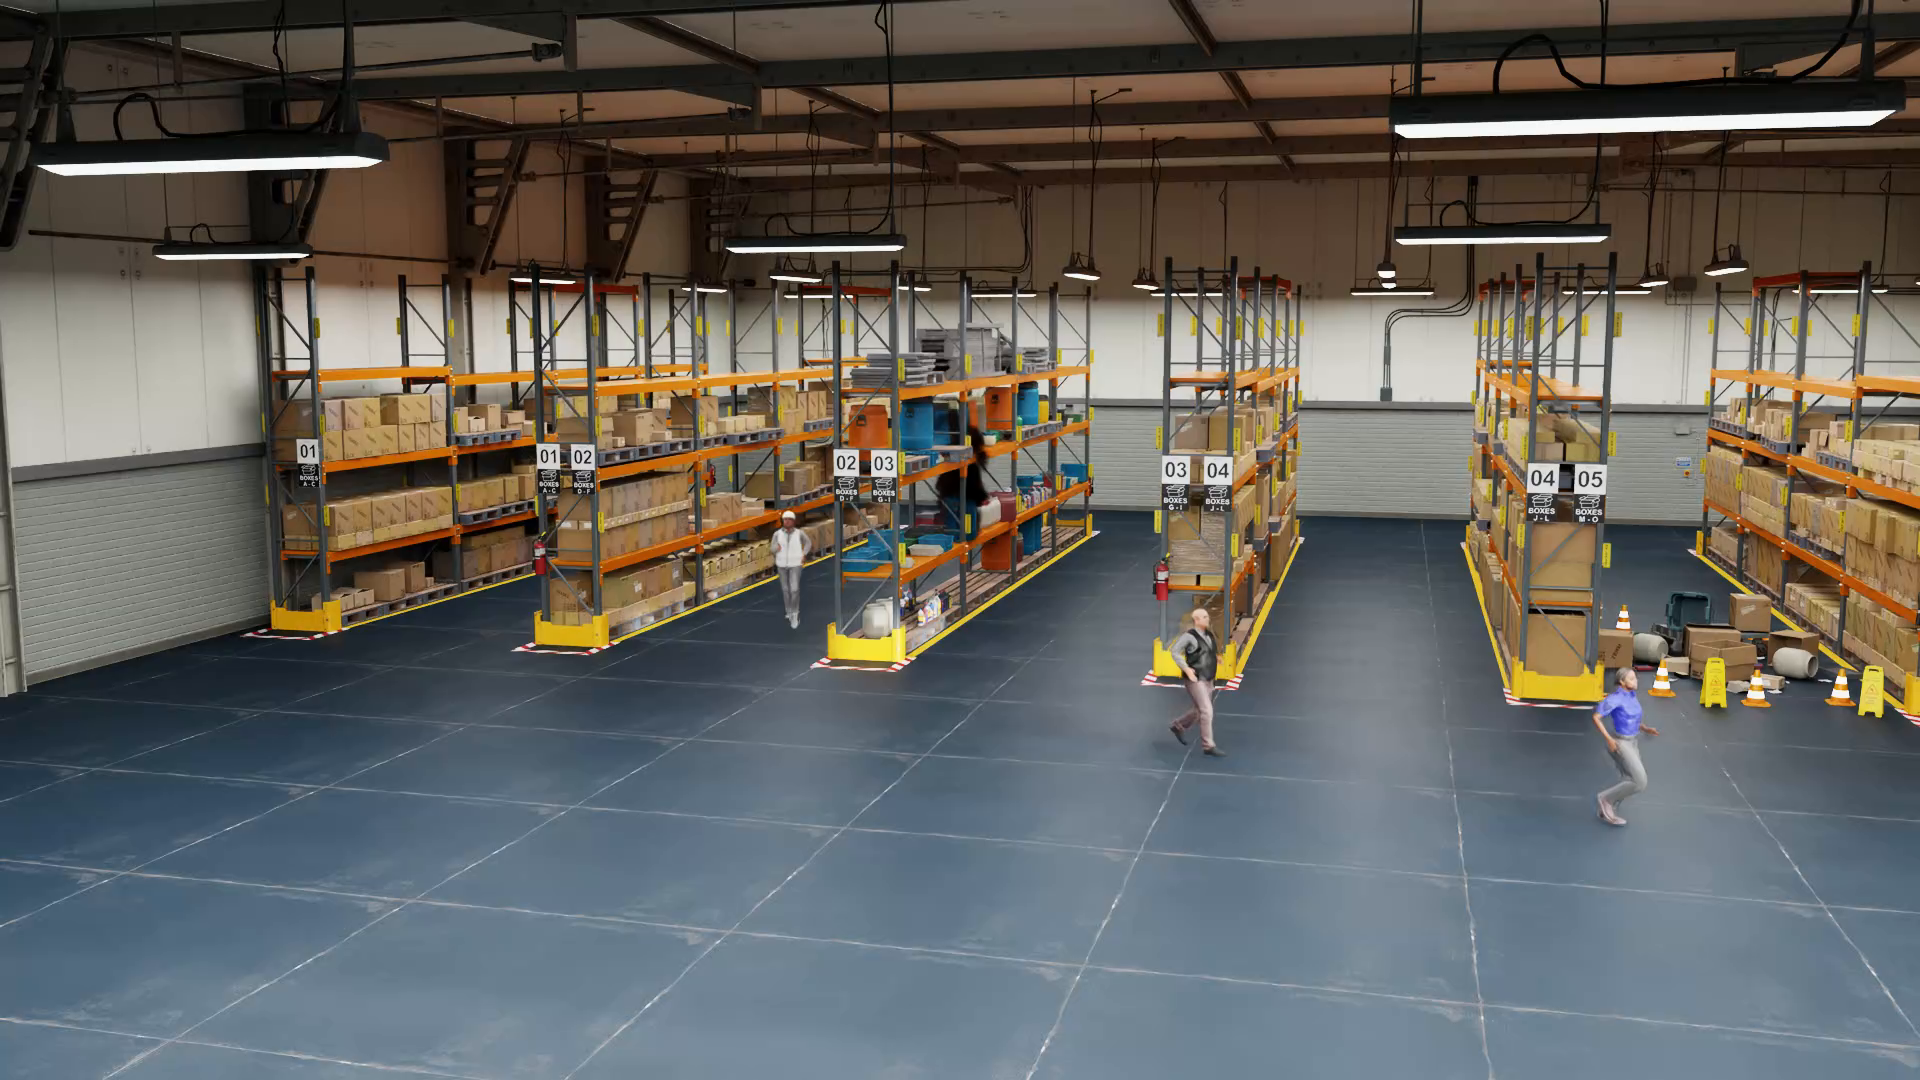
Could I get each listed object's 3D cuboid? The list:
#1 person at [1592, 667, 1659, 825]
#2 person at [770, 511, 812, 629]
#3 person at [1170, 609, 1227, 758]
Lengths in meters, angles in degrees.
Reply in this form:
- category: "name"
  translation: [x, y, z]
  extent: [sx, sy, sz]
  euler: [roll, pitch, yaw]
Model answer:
- category: "person"
  translation: [6.717, 2.086, 16.710]
  extent: [0.576, 1.615, 0.560]
  euler: [7, 10, 43]
- category: "person"
  translation: [-2.745, 0.470, 26.782]
  extent: [0.637, 1.880, 0.701]
  euler: [1, 7, 6]
- category: "person"
  translation: [2.820, 1.656, 19.623]
  extent: [0.844, 1.709, 0.671]
  euler: [6, 9, 40]
